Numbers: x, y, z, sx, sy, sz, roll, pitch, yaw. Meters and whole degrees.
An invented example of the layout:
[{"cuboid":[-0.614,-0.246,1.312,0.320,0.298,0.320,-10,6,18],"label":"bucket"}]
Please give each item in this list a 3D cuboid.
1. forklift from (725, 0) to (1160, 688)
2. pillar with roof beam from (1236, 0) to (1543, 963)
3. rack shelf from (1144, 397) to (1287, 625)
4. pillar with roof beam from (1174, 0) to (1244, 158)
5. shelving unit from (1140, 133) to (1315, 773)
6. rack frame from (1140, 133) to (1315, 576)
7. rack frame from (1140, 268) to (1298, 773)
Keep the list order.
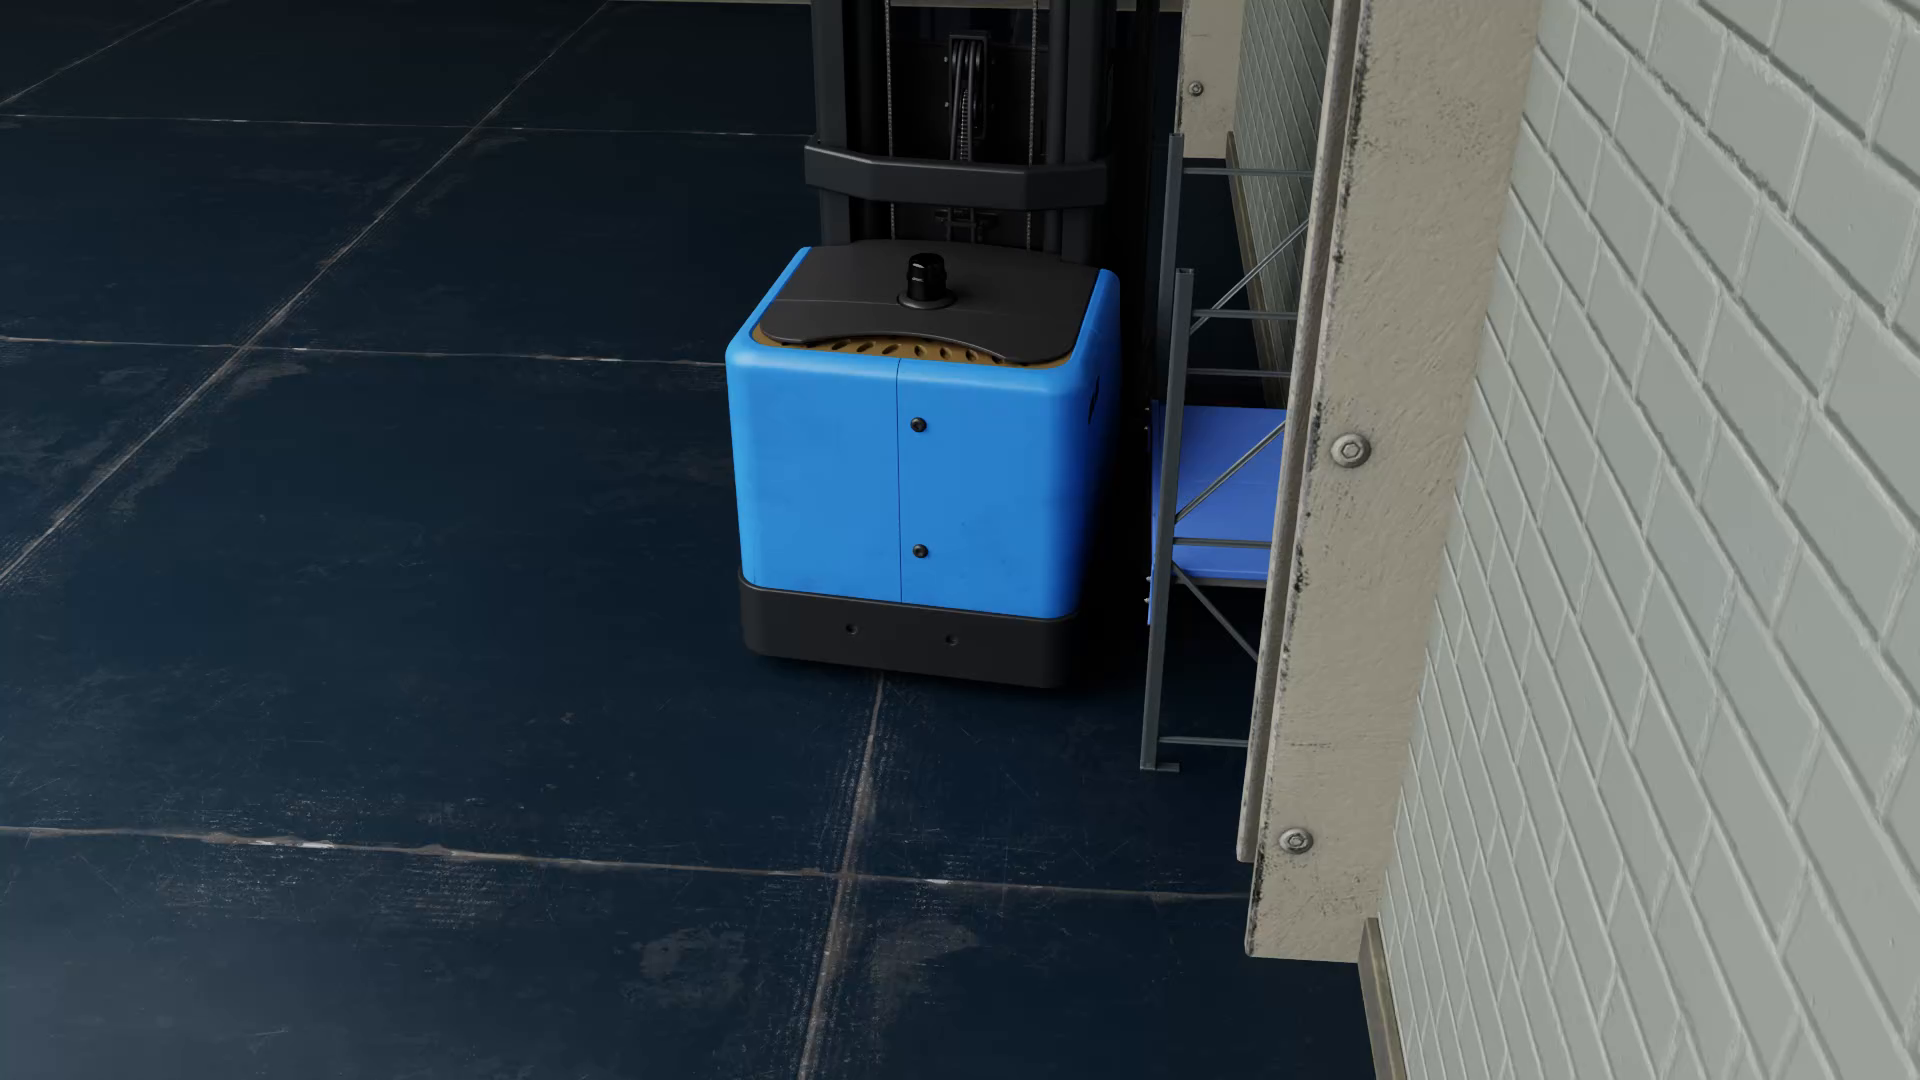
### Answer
[{"cuboid":[0.122,-1.571,5.506,1.130,2.935,3.031,6,32,10],"label":"forklift"},{"cuboid":[-3.417,-3.089,2.185,9.100,9.000,0.400,2,32,4],"label":"pillar with roof beam"},{"cuboid":[0.805,-0.097,4.821,0.538,0.185,1.000,3,32,4],"label":"rack shelf"},{"cuboid":[-2.929,-6.226,7.276,9.100,9.000,0.400,2,32,4],"label":"pillar with roof beam"},{"cuboid":[0.805,-0.250,4.726,0.538,1.500,1.048,3,32,4],"label":"shelving unit"},{"cuboid":[0.852,-0.516,5.157,0.500,1.500,0.032,3,32,4],"label":"rack frame"},{"cuboid":[0.759,0.016,4.295,0.500,1.500,0.032,3,32,4],"label":"rack frame"}]
